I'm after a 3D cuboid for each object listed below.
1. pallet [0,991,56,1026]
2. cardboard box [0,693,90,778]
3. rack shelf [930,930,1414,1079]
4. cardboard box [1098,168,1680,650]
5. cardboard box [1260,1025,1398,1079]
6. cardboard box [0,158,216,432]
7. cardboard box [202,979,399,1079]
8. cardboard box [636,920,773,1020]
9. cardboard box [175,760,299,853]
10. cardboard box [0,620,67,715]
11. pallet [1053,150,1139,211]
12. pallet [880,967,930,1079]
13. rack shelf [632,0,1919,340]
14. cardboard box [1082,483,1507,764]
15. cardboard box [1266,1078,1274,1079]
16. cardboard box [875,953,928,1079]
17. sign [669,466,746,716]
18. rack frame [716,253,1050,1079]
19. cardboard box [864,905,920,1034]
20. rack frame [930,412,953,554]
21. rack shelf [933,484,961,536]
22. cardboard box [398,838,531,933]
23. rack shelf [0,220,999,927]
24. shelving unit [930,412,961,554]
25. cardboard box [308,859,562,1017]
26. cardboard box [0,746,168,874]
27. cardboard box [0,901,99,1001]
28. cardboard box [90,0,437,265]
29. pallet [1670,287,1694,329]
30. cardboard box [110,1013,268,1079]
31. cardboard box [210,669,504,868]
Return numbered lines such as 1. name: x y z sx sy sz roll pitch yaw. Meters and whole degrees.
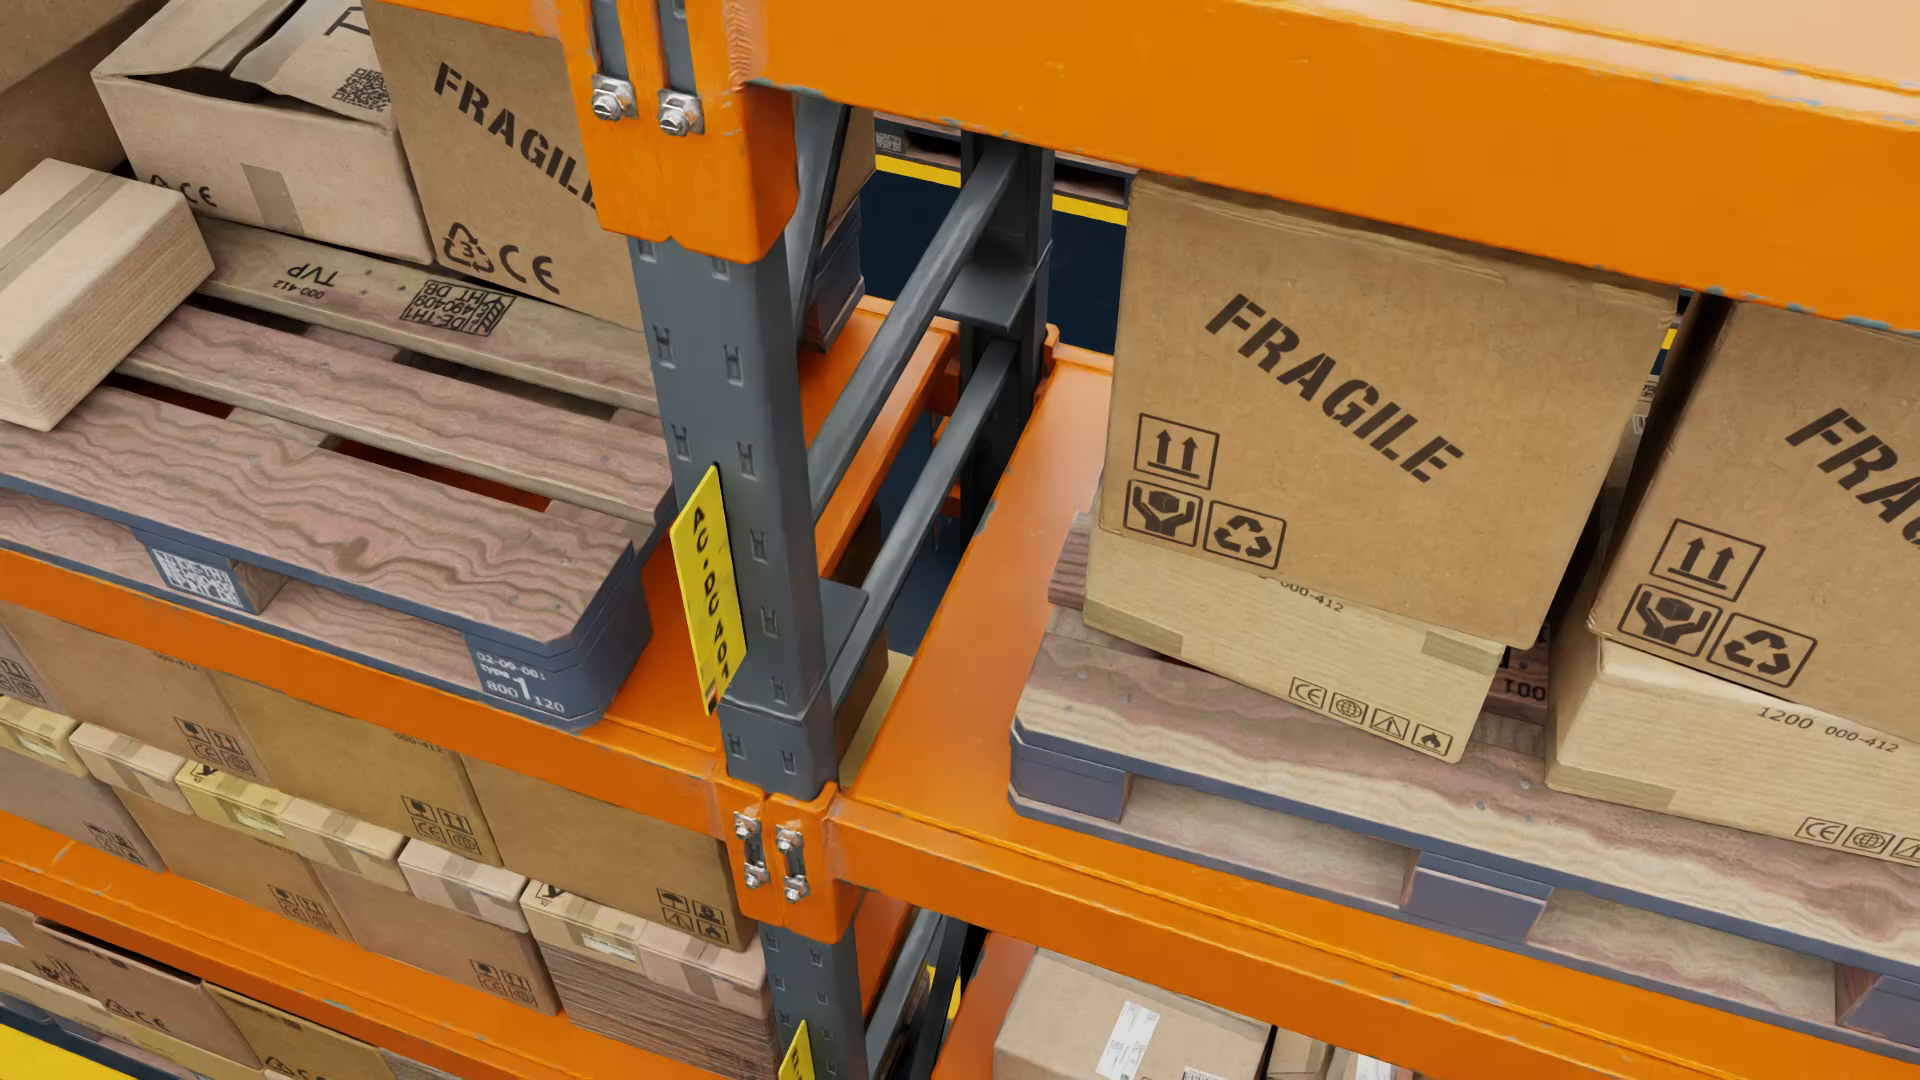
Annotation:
1. pallet: -3.104 0.883 5.345 1.213 0.211 1.003 16 51 13
2. cardboard box: -1.853 0.281 3.526 0.250 0.149 0.380 17 51 14
3. rack shelf: 1.793 1.606 3.349 4.000 0.370 1.077 16 51 13
4. cardboard box: 0.482 -0.280 1.848 0.500 0.500 0.500 16 51 14
5. cardboard box: 0.805 0.991 3.495 0.258 0.266 0.396 14 51 12
6. cardboard box: -1.309 -0.359 2.387 0.250 0.149 0.380 16 51 13
7. cardboard box: -1.529 1.130 4.331 0.500 0.500 0.500 16 51 13
8. cardboard box: -0.413 0.682 3.178 0.250 0.149 0.380 16 51 13
9. cardboard box: -1.366 0.414 3.410 0.250 0.149 0.380 15 51 13
10. cardboard box: -1.914 -0.117 3.442 0.500 0.500 0.700 16 51 13
11. pallet: 0.988 -1.903 7.760 1.213 0.211 1.003 16 51 13
12. pallet: -0.815 1.522 4.791 1.213 0.211 1.003 16 51 13
13. rack shelf: 1.793 -0.228 1.233 4.000 0.370 1.077 16 51 13
14. cardboard box: 0.491 -0.056 2.150 0.500 0.250 0.500 20 52 17
15. cardboard box: 0.677 1.306 3.299 0.250 0.149 0.380 16 51 13
16. cardboard box: -0.413 1.273 4.703 0.500 0.250 0.500 16 51 13
17. sign: -0.274 0.063 1.831 0.005 0.325 0.100 16 51 13
18. rack frame: -0.083 0.847 3.531 0.127 3.000 1.000 16 51 13
19. cardboard box: -0.410 1.021 4.426 0.500 0.500 0.500 16 51 13
20. rack frame: -0.064 -0.362 5.869 0.008 1.050 0.200 16 51 13
21. rack shelf: 0.050 -0.141 6.059 0.240 0.259 0.215 16 51 13
22. cardboard box: -0.890 0.549 3.294 0.250 0.149 0.380 14 51 12
23. rack shelf: -1.959 -0.424 3.123 4.000 0.370 1.077 16 51 13
24. shelving unit: 0.050 -0.330 5.841 0.252 1.050 0.215 16 51 13
25. cardboard box: -0.999 0.569 3.706 0.500 0.500 0.700 15 51 13
26. cardboard box: -1.949 0.301 3.938 0.500 0.500 0.700 17 51 14
27. cardboard box: -2.466 0.866 4.560 0.500 0.500 0.500 16 51 13
28. cardboard box: -0.971 -0.750 2.619 0.500 0.311 0.500 13 50 11
29. pallet: 3.509 -1.231 7.178 1.213 0.211 1.003 16 51 13
30. cardboard box: -2.003 1.254 4.720 0.500 0.250 0.500 16 51 13
31. cardboard box: -0.976 0.146 3.214 0.500 0.500 0.700 15 51 13
